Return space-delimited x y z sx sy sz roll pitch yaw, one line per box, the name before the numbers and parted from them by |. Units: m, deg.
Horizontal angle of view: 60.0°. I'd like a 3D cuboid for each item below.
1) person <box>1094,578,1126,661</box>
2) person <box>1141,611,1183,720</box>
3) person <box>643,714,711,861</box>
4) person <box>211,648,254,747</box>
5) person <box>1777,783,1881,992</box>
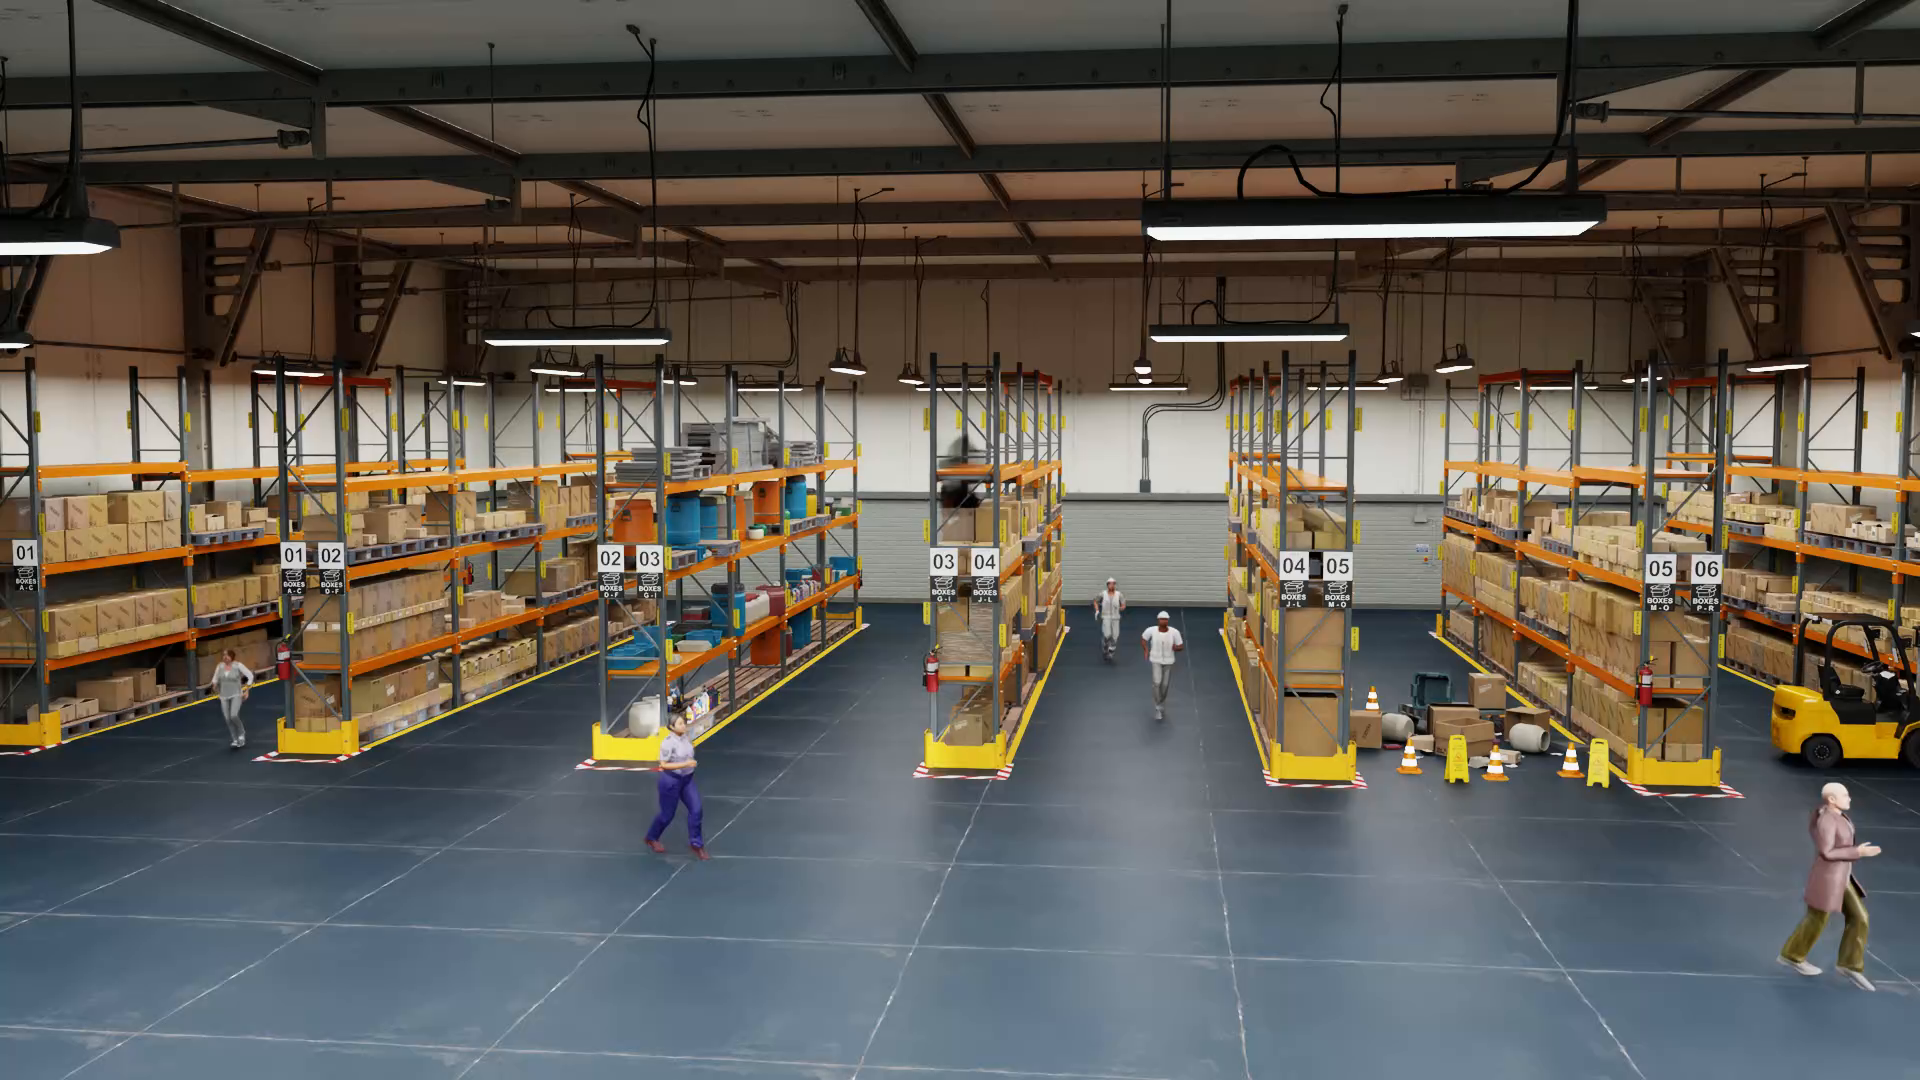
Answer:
person | 3.135 1.658 34.598 0.639 1.741 0.645 0 4 -3
person | 3.451 2.116 28.336 0.679 1.828 0.816 0 4 -2
person | -3.276 2.877 19.090 0.816 1.620 0.593 2 5 29
person | -11.157 2.417 25.428 0.576 1.542 0.613 0 4 0
person | 7.749 3.064 14.797 0.818 1.834 0.698 4 6 44
